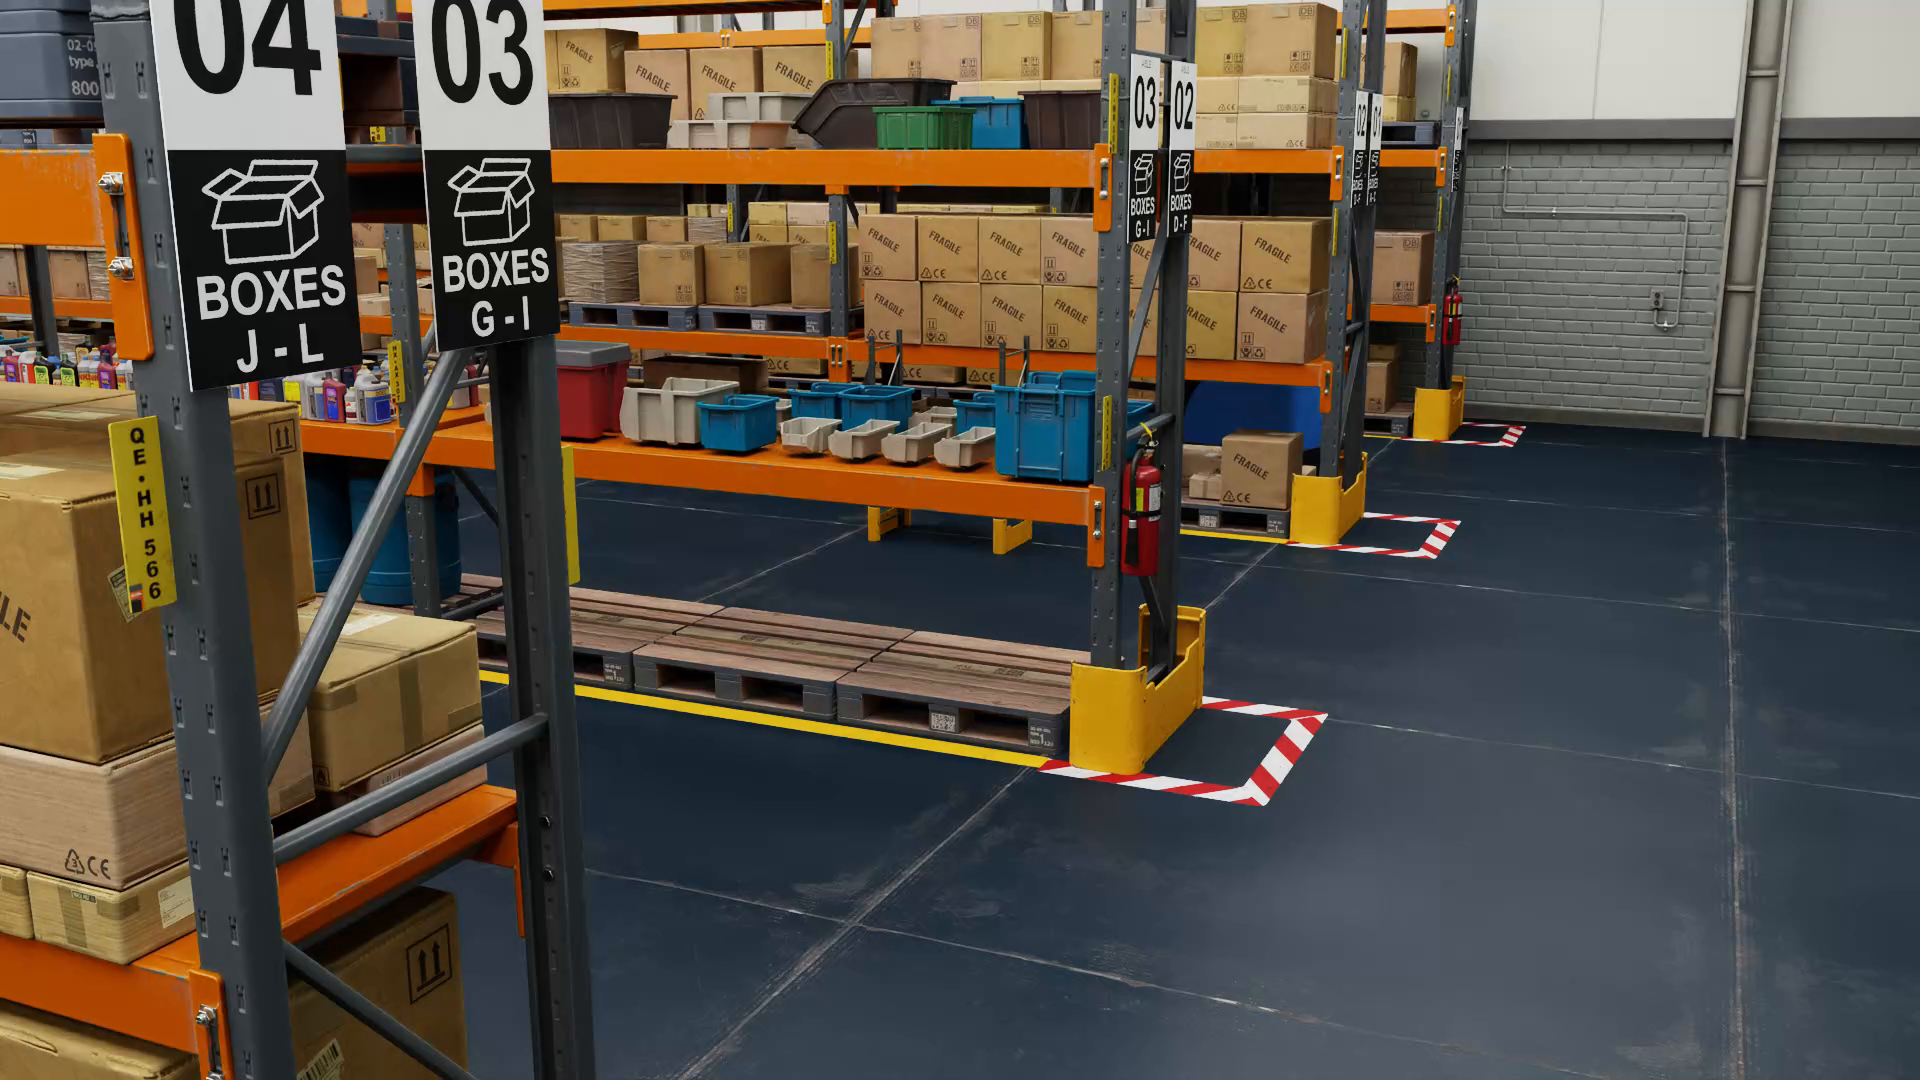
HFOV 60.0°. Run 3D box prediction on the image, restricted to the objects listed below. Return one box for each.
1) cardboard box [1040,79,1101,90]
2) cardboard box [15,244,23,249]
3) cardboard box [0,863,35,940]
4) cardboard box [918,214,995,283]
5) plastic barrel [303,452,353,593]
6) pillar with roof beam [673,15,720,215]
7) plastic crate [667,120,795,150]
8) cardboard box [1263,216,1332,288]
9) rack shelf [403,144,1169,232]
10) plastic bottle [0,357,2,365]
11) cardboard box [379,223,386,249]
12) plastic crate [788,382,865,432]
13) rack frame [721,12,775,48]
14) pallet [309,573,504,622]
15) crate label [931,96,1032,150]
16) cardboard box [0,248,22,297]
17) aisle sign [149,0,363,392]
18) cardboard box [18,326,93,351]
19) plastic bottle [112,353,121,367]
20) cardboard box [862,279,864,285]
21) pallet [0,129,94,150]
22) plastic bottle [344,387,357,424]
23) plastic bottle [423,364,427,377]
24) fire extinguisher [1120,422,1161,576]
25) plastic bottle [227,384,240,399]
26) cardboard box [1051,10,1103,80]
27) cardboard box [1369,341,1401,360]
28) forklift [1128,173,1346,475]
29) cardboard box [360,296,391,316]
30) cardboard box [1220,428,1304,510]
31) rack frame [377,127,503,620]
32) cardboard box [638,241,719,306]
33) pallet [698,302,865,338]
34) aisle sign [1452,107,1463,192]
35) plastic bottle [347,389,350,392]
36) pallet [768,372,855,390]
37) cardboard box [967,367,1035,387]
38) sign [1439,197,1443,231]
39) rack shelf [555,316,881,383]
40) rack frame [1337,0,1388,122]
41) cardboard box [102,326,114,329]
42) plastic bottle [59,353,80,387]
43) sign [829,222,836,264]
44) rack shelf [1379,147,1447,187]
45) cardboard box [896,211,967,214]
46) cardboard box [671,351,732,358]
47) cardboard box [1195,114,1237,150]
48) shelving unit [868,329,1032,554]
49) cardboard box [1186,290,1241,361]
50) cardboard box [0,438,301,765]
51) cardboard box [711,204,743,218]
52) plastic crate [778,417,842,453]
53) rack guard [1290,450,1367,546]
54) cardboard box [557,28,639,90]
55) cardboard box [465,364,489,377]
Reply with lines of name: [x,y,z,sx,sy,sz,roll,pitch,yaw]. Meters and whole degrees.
cardboard box: [0.922,-3.308,12.454,0.500,0.250,0.500,6,14,23]
cardboard box: [-9.600,-3.118,17.337,0.250,0.149,0.380,6,15,25]
cardboard box: [-1.846,0.658,3.433,0.250,0.149,0.380,6,14,24]
cardboard box: [-0.001,-2.300,13.085,0.500,0.500,0.500,5,14,21]
plastic barrel: [-3.937,-0.183,10.143,0.708,0.901,0.600,6,14,23]
pillar with roof beam: [-5.026,-5.643,16.603,0.400,9.000,9.100,6,14,23]
plastic crate: [-1.132,-1.982,8.146,0.530,0.136,0.437,6,14,23]
cardboard box: [2.569,-2.176,12.556,0.500,0.500,0.500,6,15,25]
rack shelf: [-0.971,-1.806,8.393,4.000,0.370,1.077,6,14,23]
plastic bottle: [-6.097,-1.064,10.505,0.097,0.271,0.097,0,13,0]
cardboard box: [-7.117,-4.016,21.447,0.500,0.500,0.500,6,14,23]
plastic crate: [-0.713,-0.699,8.905,0.300,0.233,0.416,6,14,23]
rack frame: [-2.444,-6.241,19.152,0.127,3.000,1.000,6,14,23]
pallet: [-3.488,0.397,10.102,1.213,0.211,1.003,6,14,23]
crate label: [0.145,-2.051,8.190,0.502,0.251,0.408,6,14,23]
cardboard box: [-9.923,-2.885,17.767,0.500,0.500,0.700,6,15,25]
aisle sign: [-1.204,-0.672,2.863,0.004,0.787,0.394,6,14,23]
cardboard box: [-9.528,-1.977,17.574,0.500,0.500,0.500,6,14,23]
plastic bottle: [-5.605,-1.170,11.109,0.097,0.201,0.097,0,13,0]
cardboard box: [-1.049,-3.015,19.046,0.250,0.149,0.380,6,14,24]
pallet: [-5.797,-2.528,10.309,1.213,0.211,1.003,6,14,23]
plastic bottle: [-3.408,-0.758,9.354,0.097,0.201,0.097,0,13,0]
plastic bottle: [-3.286,-0.969,10.101,0.097,0.271,0.097,0,13,0]
fire extinguisher: [0.812,-0.182,7.452,0.183,0.674,0.296,6,14,23]
plastic bottle: [-4.209,-0.882,9.720,0.135,0.276,0.152,6,14,23]
cardboard box: [1.048,-3.738,12.647,0.500,0.500,0.700,6,14,23]
cardboard box: [4.385,-1.957,17.162,0.250,0.149,0.380,6,14,24]
forklift: [1.958,-2.153,15.013,3.031,2.935,1.130,11,17,40]
cardboard box: [-5.381,-2.188,15.564,0.250,0.149,0.380,6,14,23]
cardboard box: [2.271,-0.541,12.503,0.500,0.500,0.500,6,14,23]
rack frame: [-2.799,-0.881,9.442,0.127,3.000,1.000,6,14,23]
cardboard box: [-2.430,-2.319,14.432,0.500,0.500,0.700,2,13,9]
pallet: [-1.476,-1.918,14.284,1.213,0.211,1.003,6,14,23]
aisle sign: [4.815,-3.776,16.091,0.004,0.787,0.394,6,14,23]
plastic bottle: [-3.505,-0.783,9.460,0.097,0.201,0.097,0,13,0]
pallet: [-1.754,-1.874,19.778,1.213,0.211,1.003,6,14,23]
cardboard box: [0.566,-2.141,18.599,0.750,0.750,0.750,6,14,24]
sign: [4.638,-3.147,16.046,0.005,0.325,0.100,6,14,23]
rack shelf: [-2.618,-1.750,14.720,4.000,0.370,1.077,6,14,23]
rack frame: [2.867,-4.465,11.587,0.127,3.000,1.000,6,14,23]
cardboard box: [-8.862,-2.039,17.836,0.500,0.500,0.500,6,14,23]
plastic bottle: [-5.454,-1.000,10.207,0.133,0.283,0.061,6,14,23]
sign: [-1.011,-2.362,13.222,0.005,0.325,0.100,6,14,23]
rack shelf: [3.042,-3.875,17.211,4.000,0.370,1.077,6,14,23]
cardboard box: [-0.223,-2.458,13.755,0.500,0.500,0.500,6,14,24]
cardboard box: [-3.123,-2.373,20.310,0.500,0.500,0.700,6,14,24]
cardboard box: [1.838,-2.973,12.121,0.500,0.250,0.500,6,14,23]
shelving unit: [-0.070,-0.737,12.114,1.083,1.500,0.587,6,14,23]
cardboard box: [1.872,-1.625,12.397,0.500,0.500,0.500,6,14,24]
cardboard box: [-1.700,0.097,3.312,0.500,0.500,0.500,6,14,24]
cardboard box: [-2.771,-3.924,19.811,0.250,0.149,0.380,4,14,16]
plastic crate: [-0.763,-0.523,8.364,0.250,0.136,0.298,6,14,23]
rack guard: [2.798,-0.335,12.588,0.348,0.500,1.175,6,14,23]
cardboard box: [-3.118,-4.145,14.379,0.500,0.500,0.500,6,14,23]
cardboard box: [-4.807,-1.534,16.097,0.500,0.311,0.500,6,15,25]
